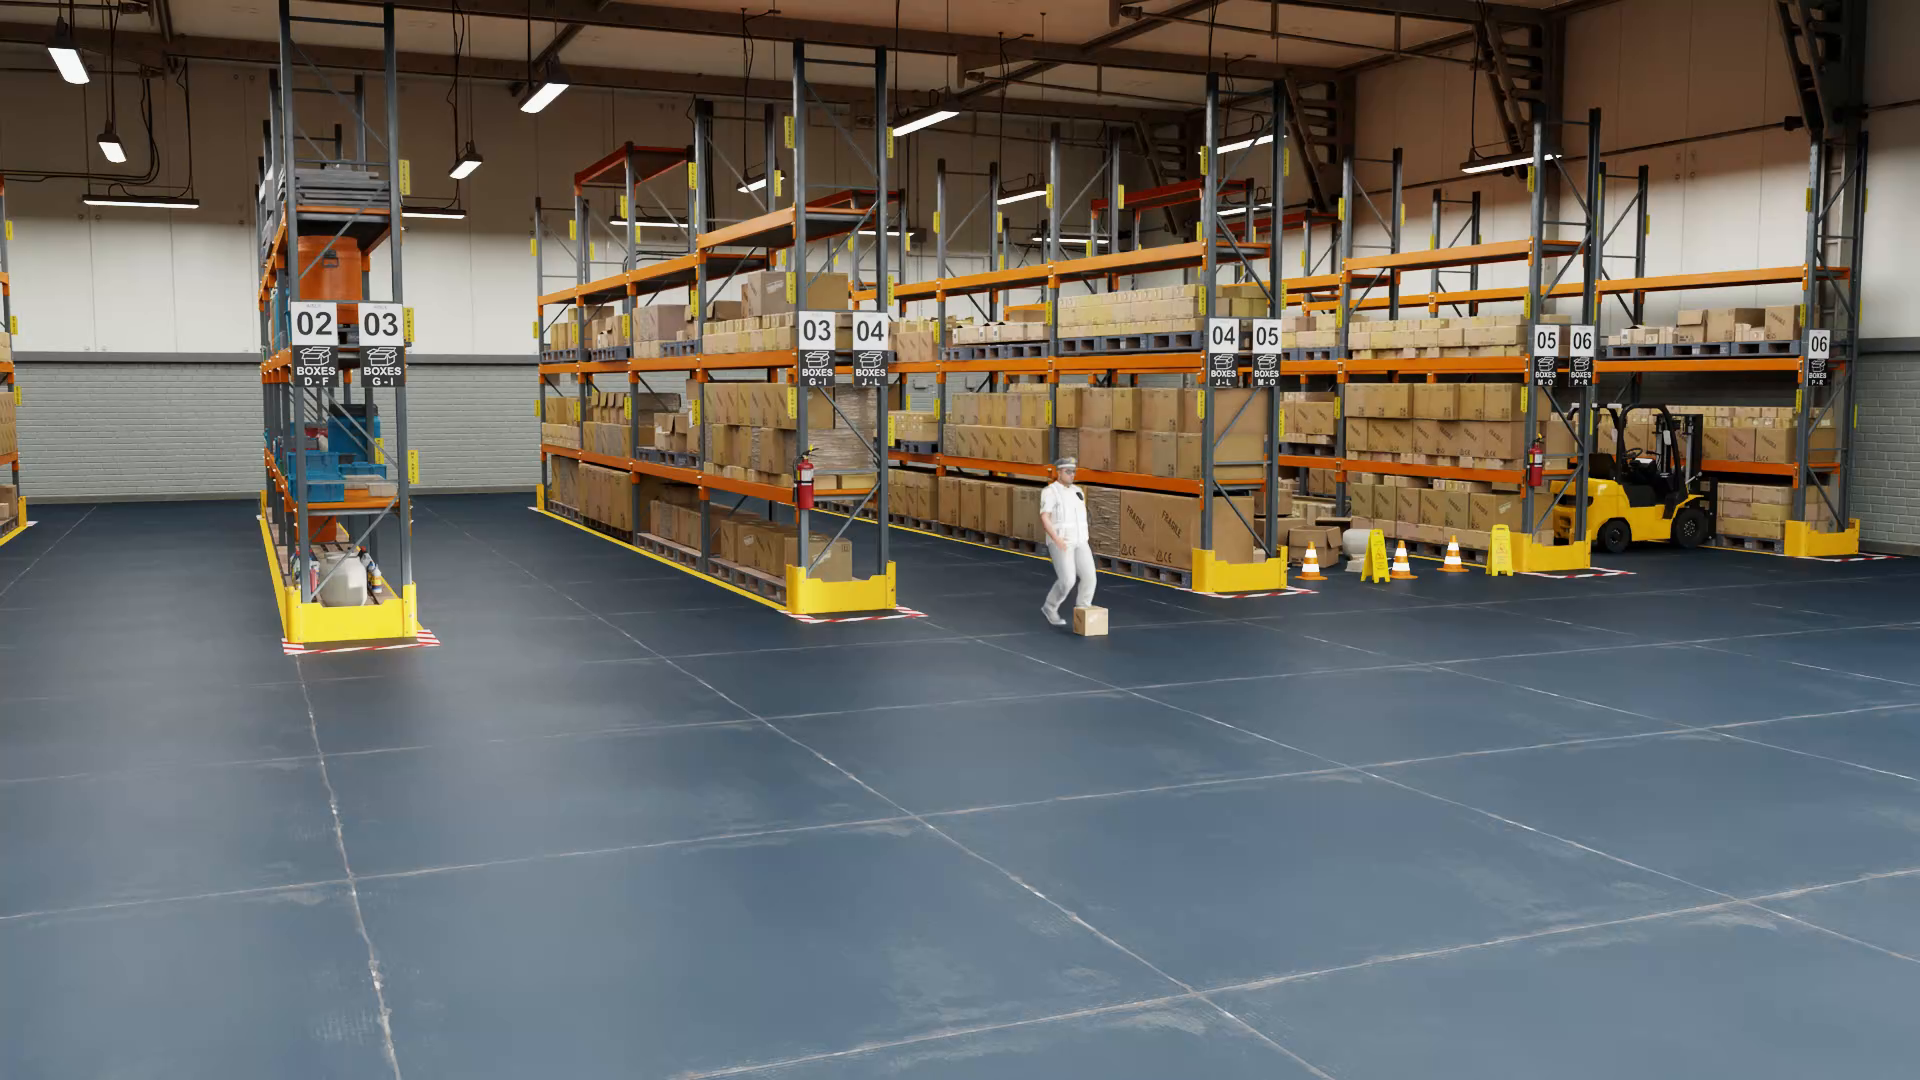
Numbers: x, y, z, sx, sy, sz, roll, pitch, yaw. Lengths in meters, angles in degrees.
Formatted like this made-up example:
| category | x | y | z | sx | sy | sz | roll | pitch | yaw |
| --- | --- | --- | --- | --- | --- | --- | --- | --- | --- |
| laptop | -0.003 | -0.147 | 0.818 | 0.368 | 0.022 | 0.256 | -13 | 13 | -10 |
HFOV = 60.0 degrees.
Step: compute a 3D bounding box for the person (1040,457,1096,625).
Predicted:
| category | x | y | z | sx | sy | sz | roll | pitch | yaw |
| --- | --- | --- | --- | --- | --- | --- | --- | --- | --- |
| person | 1.124 | 0.039 | 16.618 | 0.566 | 1.723 | 0.624 | -3 | 6 | -32 |
